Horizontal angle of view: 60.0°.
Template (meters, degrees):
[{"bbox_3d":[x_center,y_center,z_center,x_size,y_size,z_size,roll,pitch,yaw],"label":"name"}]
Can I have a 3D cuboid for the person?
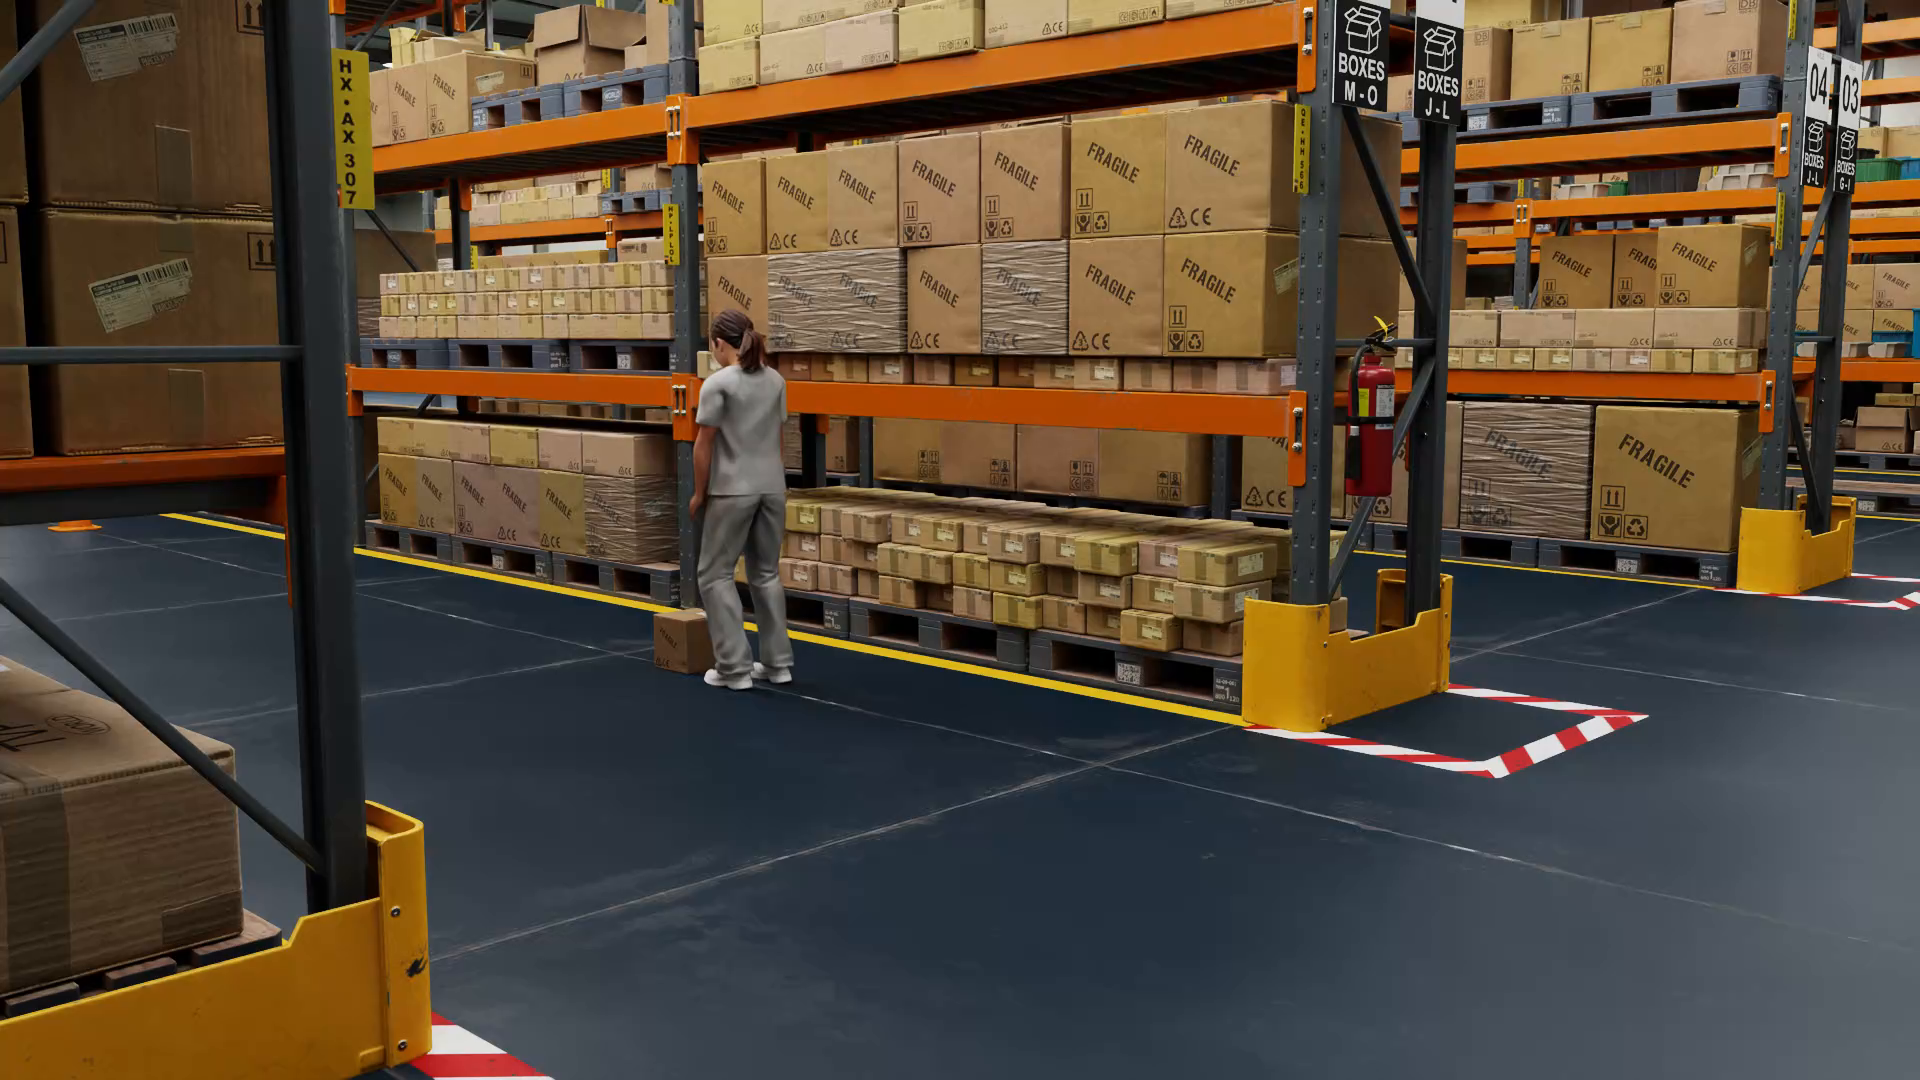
[{"bbox_3d":[-0.958,-0.177,7.291,0.451,1.657,0.350,-6,9,-38],"label":"person"}]
